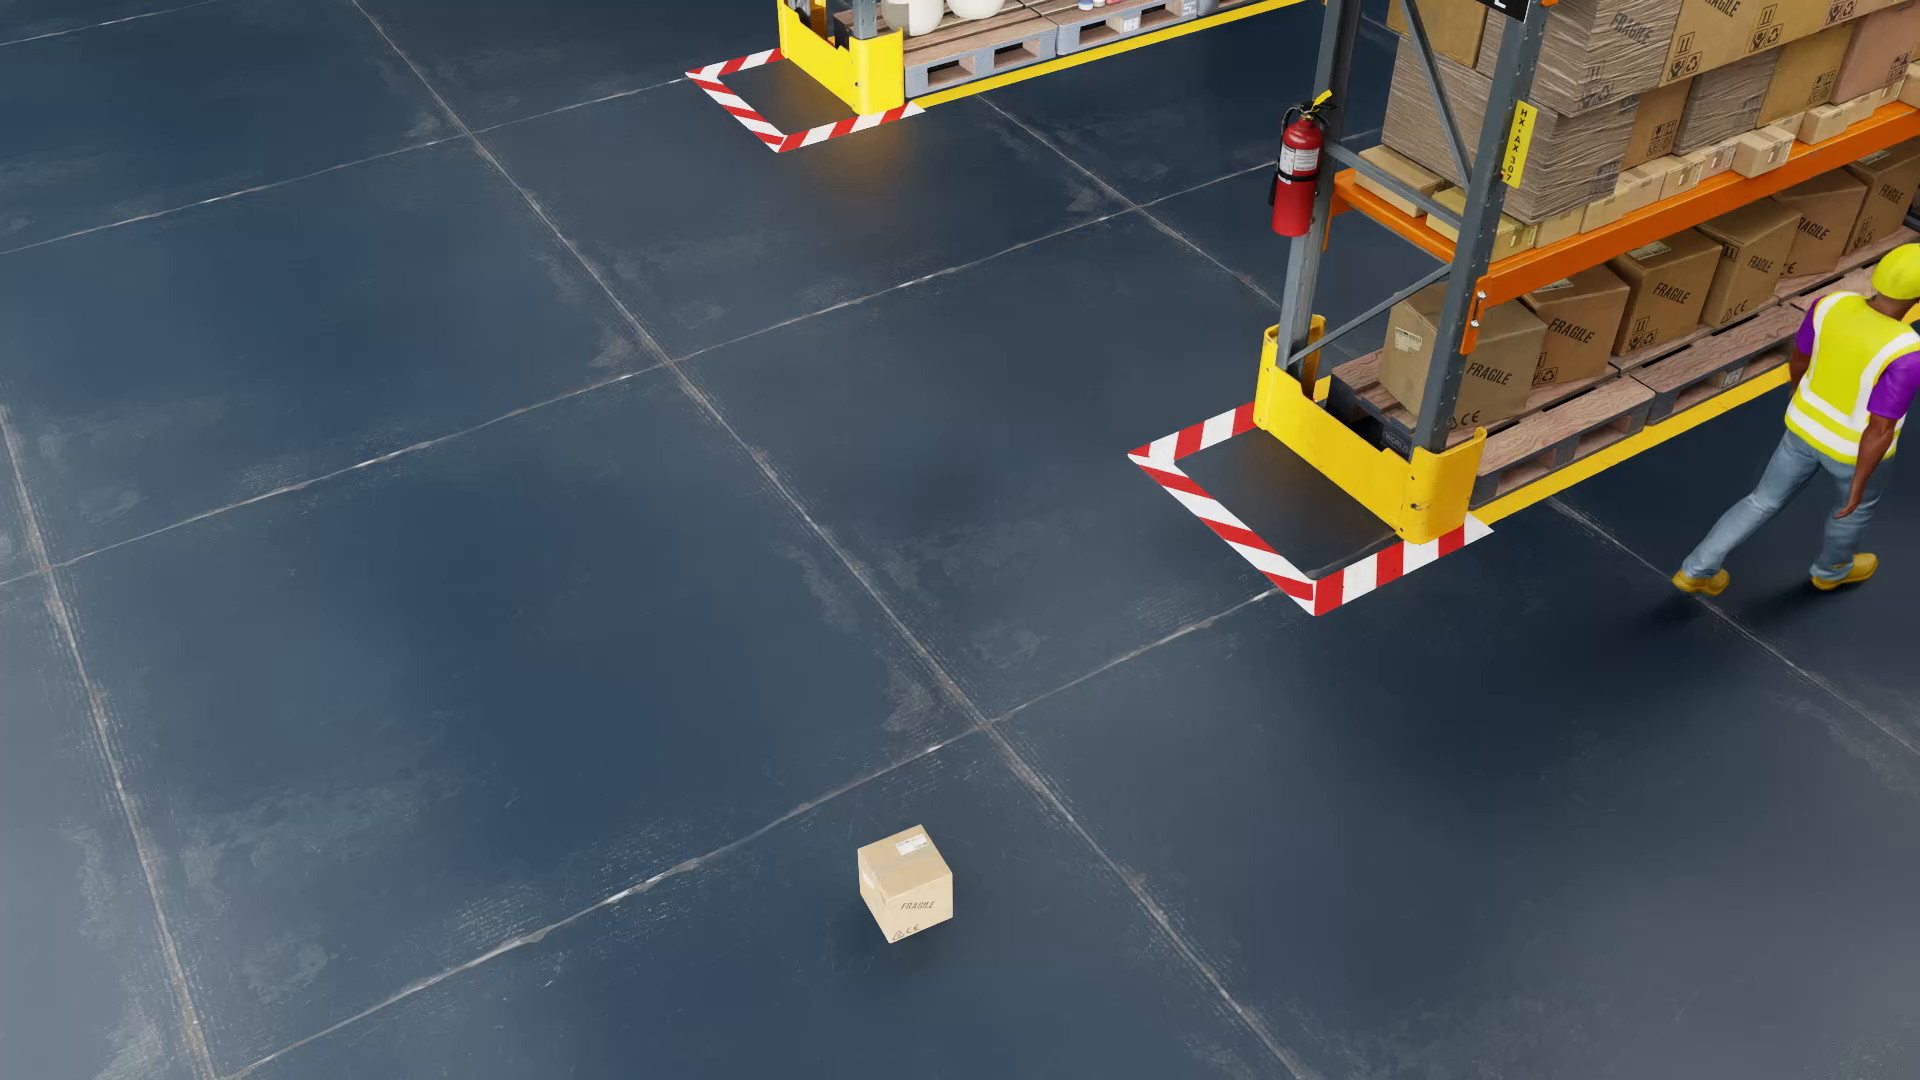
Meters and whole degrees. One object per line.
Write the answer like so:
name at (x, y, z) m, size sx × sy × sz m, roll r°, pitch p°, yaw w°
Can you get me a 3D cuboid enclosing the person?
person at (3.502, -0.442, 6.661) m, size 1.003 × 1.734 × 0.597 m, roll -18°, pitch 44°, yaw -20°
